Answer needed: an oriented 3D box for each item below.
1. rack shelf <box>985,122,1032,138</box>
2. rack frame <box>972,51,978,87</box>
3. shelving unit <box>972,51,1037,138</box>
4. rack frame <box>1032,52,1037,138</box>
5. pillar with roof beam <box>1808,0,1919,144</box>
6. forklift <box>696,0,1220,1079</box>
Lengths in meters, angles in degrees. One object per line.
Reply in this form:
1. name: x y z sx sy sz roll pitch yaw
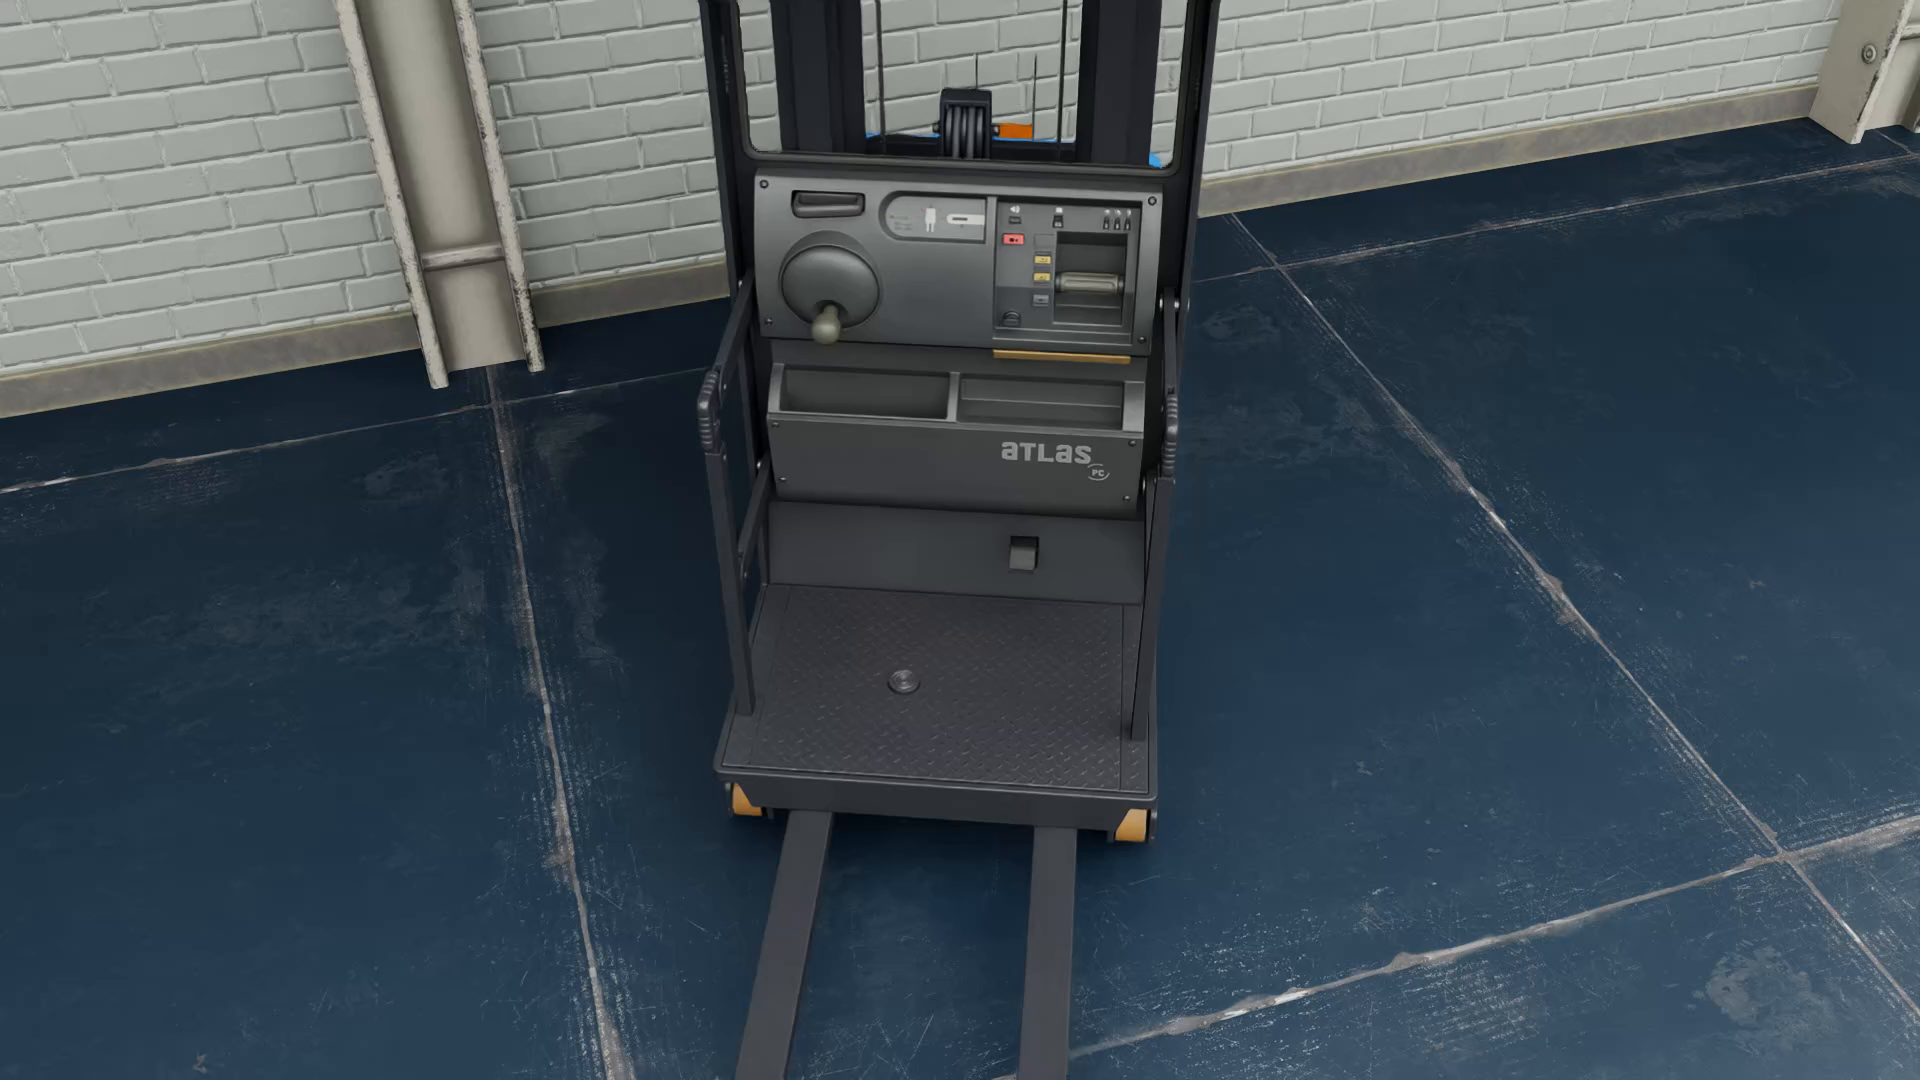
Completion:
1. rack shelf: 0.138 -1.223 5.259 0.180 0.103 0.258 2 41 3
2. rack frame: 0.046 -0.989 5.470 0.006 1.200 0.240 2 41 3
3. shelving unit: 0.138 -0.986 5.466 0.189 1.200 0.258 2 41 3
4. rack frame: 0.229 -0.982 5.462 0.006 1.200 0.240 2 41 3
5. pillar with roof beam: 5.299 -2.540 1.318 0.400 9.000 9.100 -12 42 -13
6. forklift: -0.026 -0.551 3.653 1.130 2.935 3.031 3 41 4
